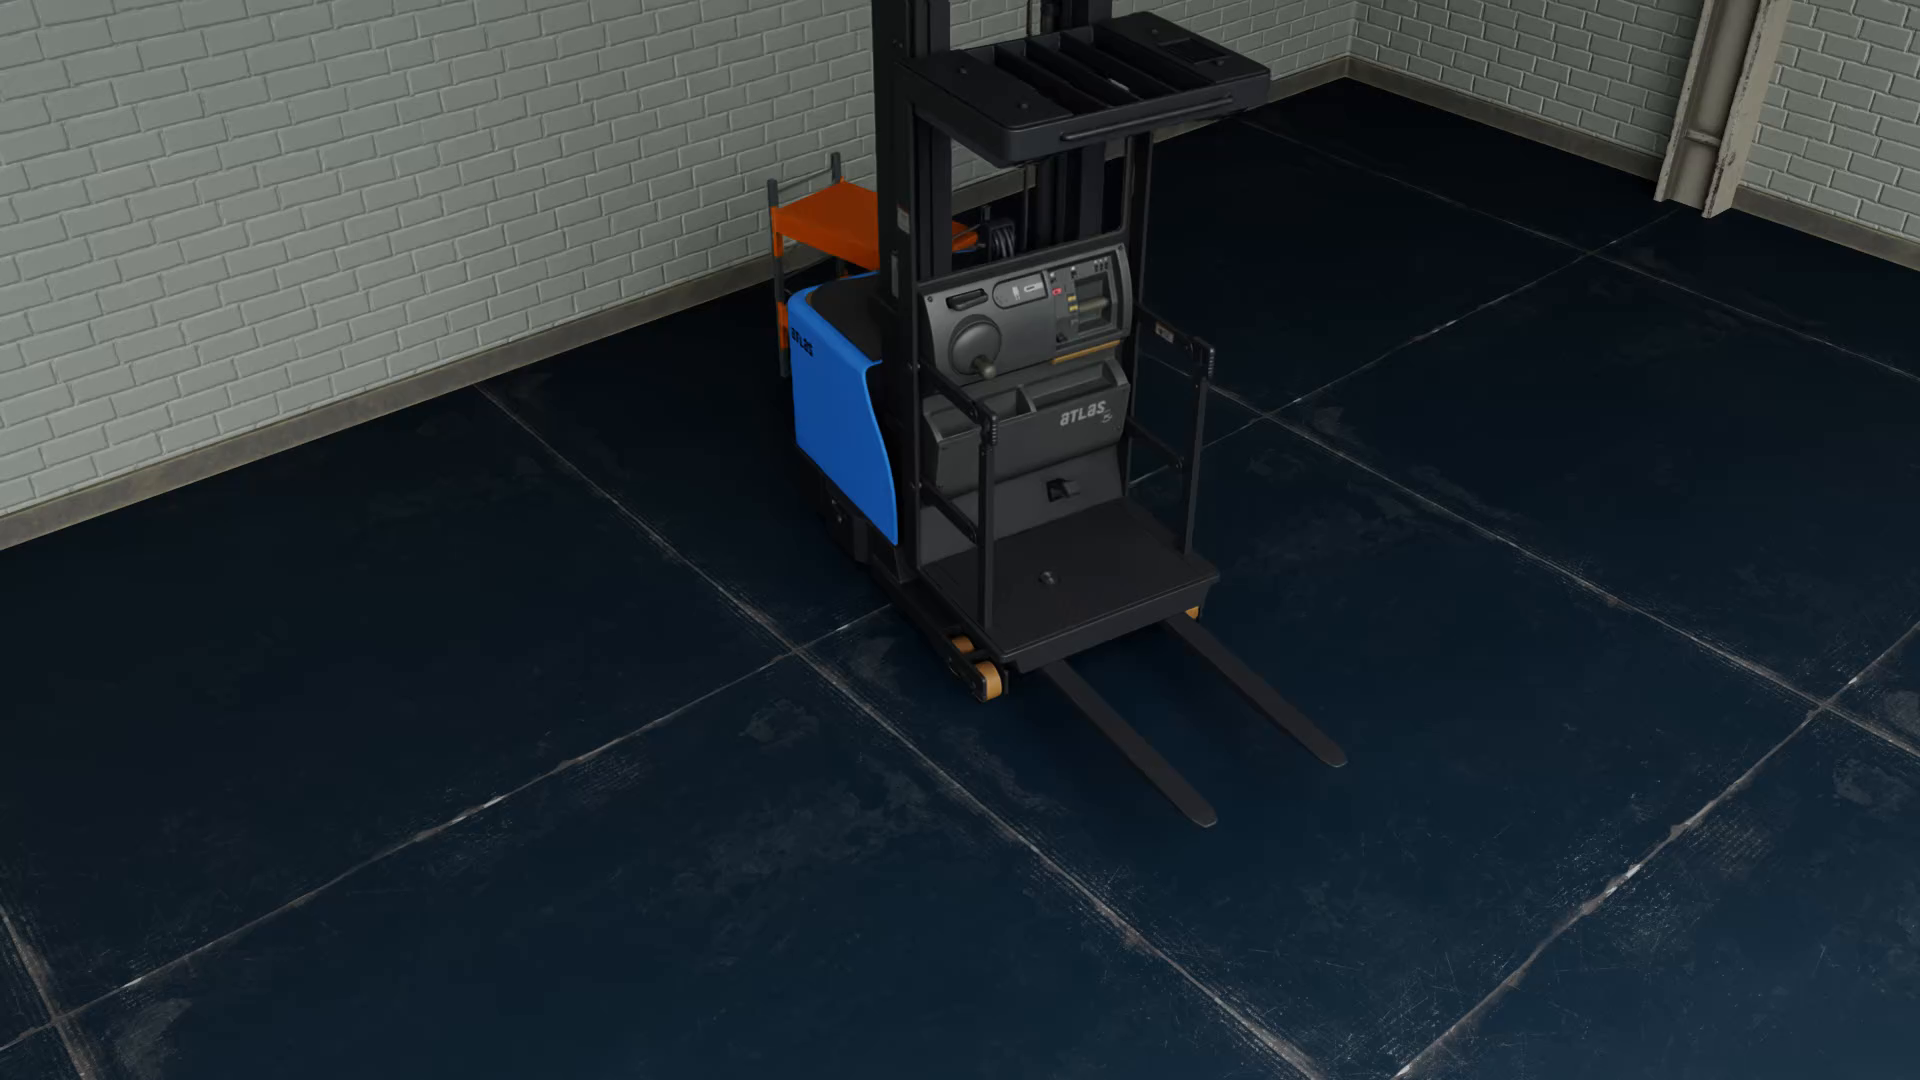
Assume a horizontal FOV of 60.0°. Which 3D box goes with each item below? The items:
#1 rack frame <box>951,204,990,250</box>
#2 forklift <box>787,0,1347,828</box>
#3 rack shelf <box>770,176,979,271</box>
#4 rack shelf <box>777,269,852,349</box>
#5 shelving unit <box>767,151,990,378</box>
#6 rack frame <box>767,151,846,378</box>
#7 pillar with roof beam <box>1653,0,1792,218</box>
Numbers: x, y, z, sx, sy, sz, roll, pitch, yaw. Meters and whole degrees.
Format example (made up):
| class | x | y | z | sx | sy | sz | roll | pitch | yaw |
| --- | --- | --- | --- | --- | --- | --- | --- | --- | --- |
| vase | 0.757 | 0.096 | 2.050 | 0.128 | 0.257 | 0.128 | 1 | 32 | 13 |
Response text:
| class | x | y | z | sx | sy | sz | roll | pitch | yaw |
| --- | --- | --- | --- | --- | --- | --- | --- | --- | --- |
| rack frame | -0.030 | -1.067 | 8.283 | 0.032 | 1.125 | 0.500 | 27 | 43 | 32 |
| forklift | 0.389 | -0.842 | 6.403 | 1.130 | 2.935 | 3.031 | -19 | 39 | -25 |
| rack shelf | -0.413 | -1.498 | 8.386 | 1.000 | 0.278 | 0.538 | 27 | 43 | 32 |
| rack shelf | -0.413 | -1.060 | 8.696 | 1.000 | 0.278 | 0.538 | 27 | 43 | 32 |
| shelving unit | -0.413 | -1.259 | 8.555 | 1.048 | 1.125 | 0.538 | 27 | 43 | 32 |
| rack frame | -0.797 | -1.452 | 8.827 | 0.032 | 1.125 | 0.500 | 27 | 43 | 32 |
| pillar with roof beam | 1.500 | -4.272 | 5.997 | 9.100 | 9.000 | 0.400 | -26 | 43 | -32 |
